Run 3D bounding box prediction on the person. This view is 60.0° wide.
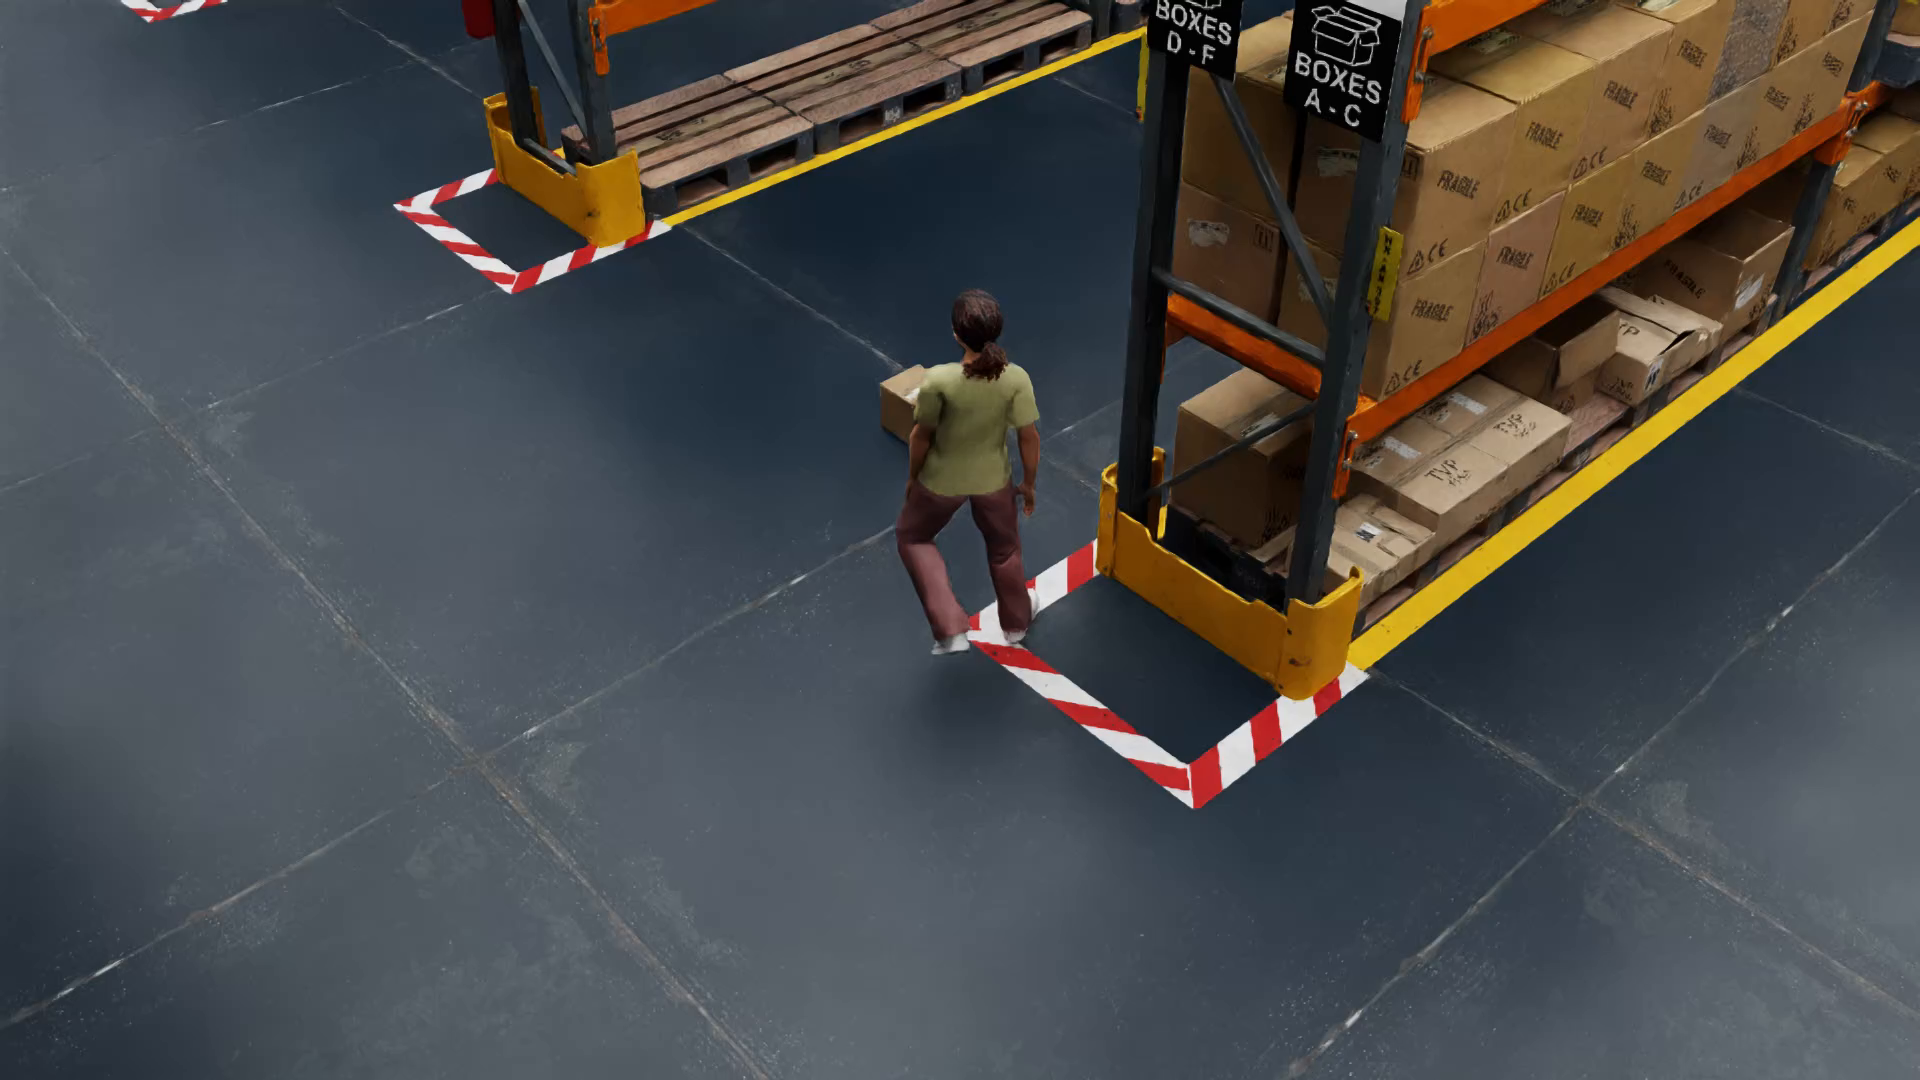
[{"bbox_3d":[0.077,-0.197,6.363,0.615,1.667,0.525,-7,41,-8],"label":"person"}]
